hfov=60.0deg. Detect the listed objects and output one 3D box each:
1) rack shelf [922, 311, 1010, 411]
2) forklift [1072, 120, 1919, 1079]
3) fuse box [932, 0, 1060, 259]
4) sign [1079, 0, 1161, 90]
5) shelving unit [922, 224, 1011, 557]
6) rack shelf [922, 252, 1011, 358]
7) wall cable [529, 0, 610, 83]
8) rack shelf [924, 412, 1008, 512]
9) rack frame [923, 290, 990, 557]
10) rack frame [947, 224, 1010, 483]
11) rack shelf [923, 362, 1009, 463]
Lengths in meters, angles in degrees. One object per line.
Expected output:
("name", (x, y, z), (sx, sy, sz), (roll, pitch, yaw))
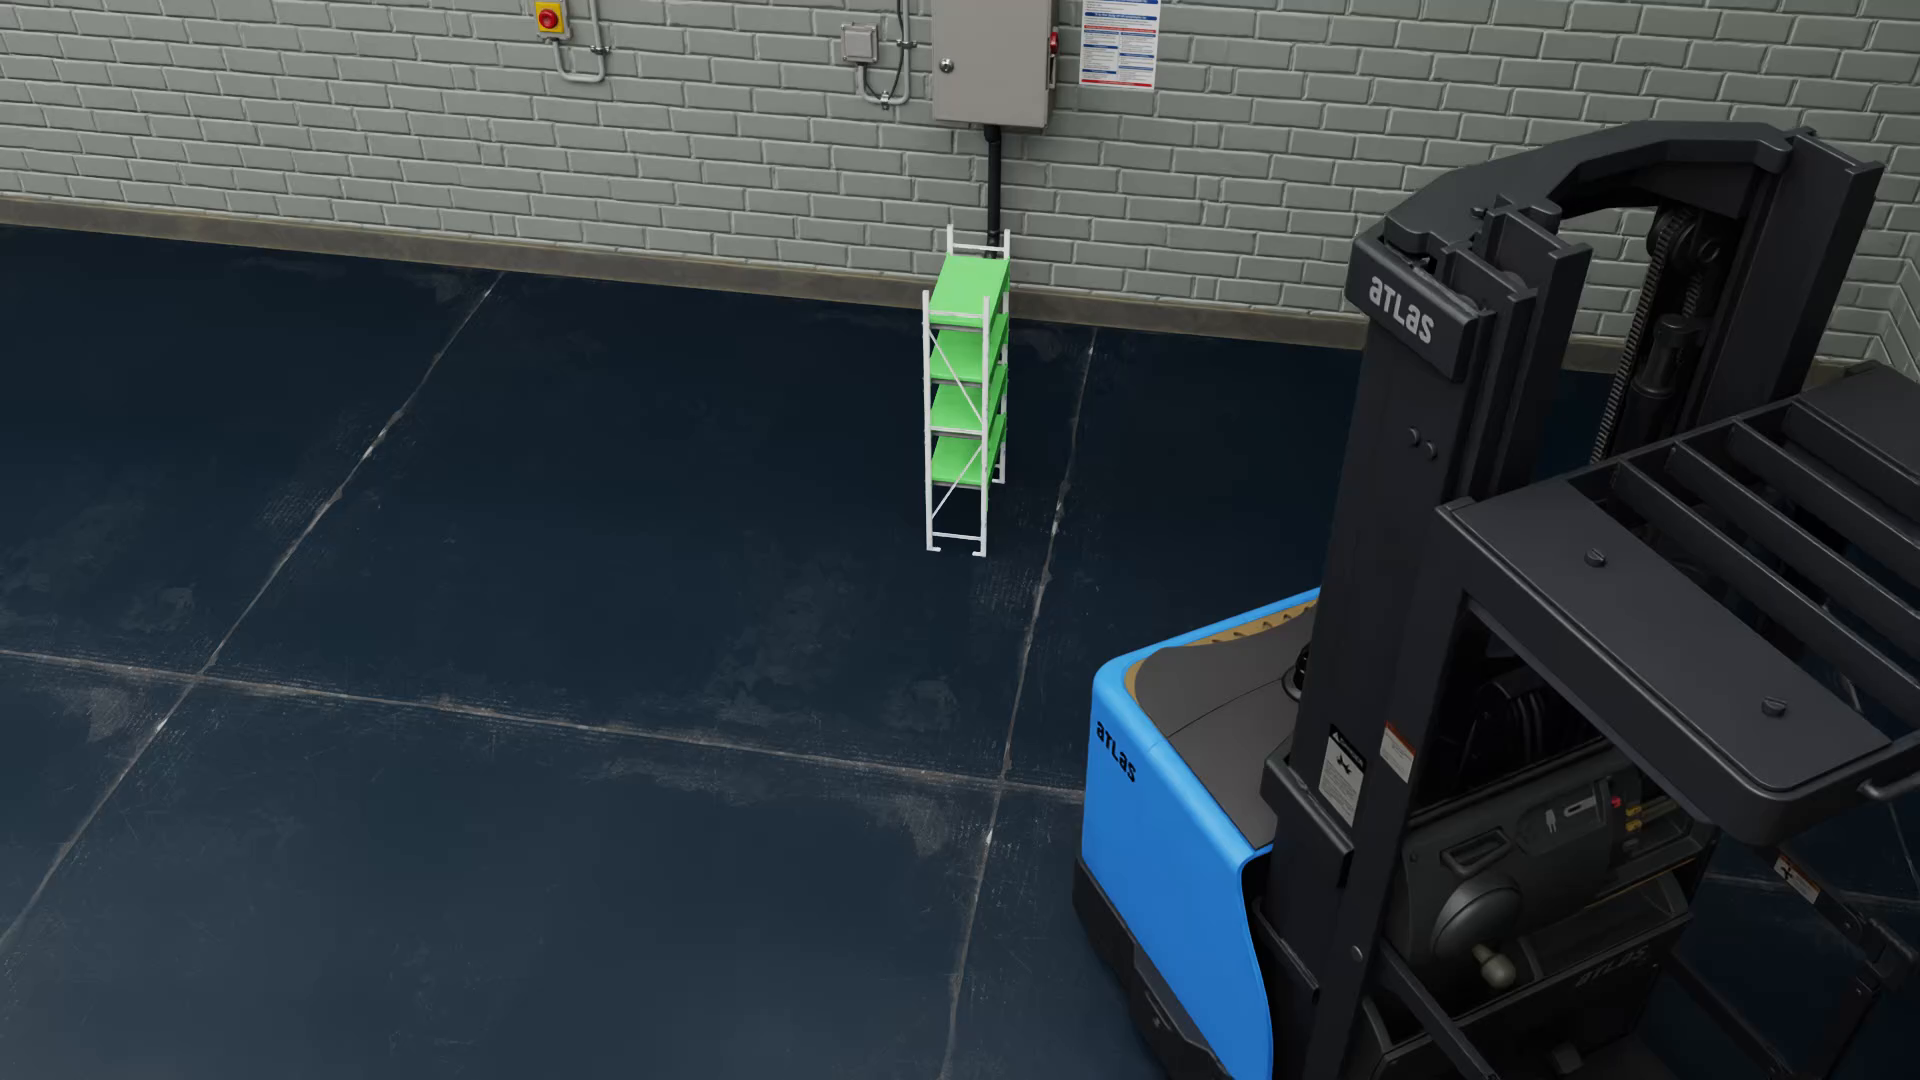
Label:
("rack shelf", (0.029, -0.702, 6.381), (0.258, 0.148, 0.480), (6, 40, 8))
("forklift", (1.451, 0.759, 3.532), (1.130, 2.935, 3.031), (-17, 43, -20))
("fuse box", (0.159, -1.629, 7.377), (0.539, 1.711, 0.414), (6, 40, 8))
("sign", (0.681, -2.164, 7.088), (0.329, 0.494, 0.001), (6, 40, 8))
("shelving unit", (0.029, -0.566, 6.493), (0.258, 1.200, 0.503), (6, 40, 8))
("rack shelf", (0.029, -0.887, 6.228), (0.258, 0.148, 0.480), (6, 40, 8))
("wall cable", (-1.885, -2.852, 7.024), (0.585, 1.953, 0.123), (6, 40, 8))
("rack shelf", (0.029, -0.332, 6.687), (0.258, 0.148, 0.480), (6, 40, 8))
("rack frame", (-0.014, -0.413, 6.308), (0.240, 1.200, 0.015), (6, 40, 8))
("rack frame", (0.071, -0.719, 6.679), (0.240, 1.200, 0.015), (6, 40, 8))
("rack shelf", (0.029, -0.517, 6.534), (0.258, 0.148, 0.480), (6, 40, 8))
